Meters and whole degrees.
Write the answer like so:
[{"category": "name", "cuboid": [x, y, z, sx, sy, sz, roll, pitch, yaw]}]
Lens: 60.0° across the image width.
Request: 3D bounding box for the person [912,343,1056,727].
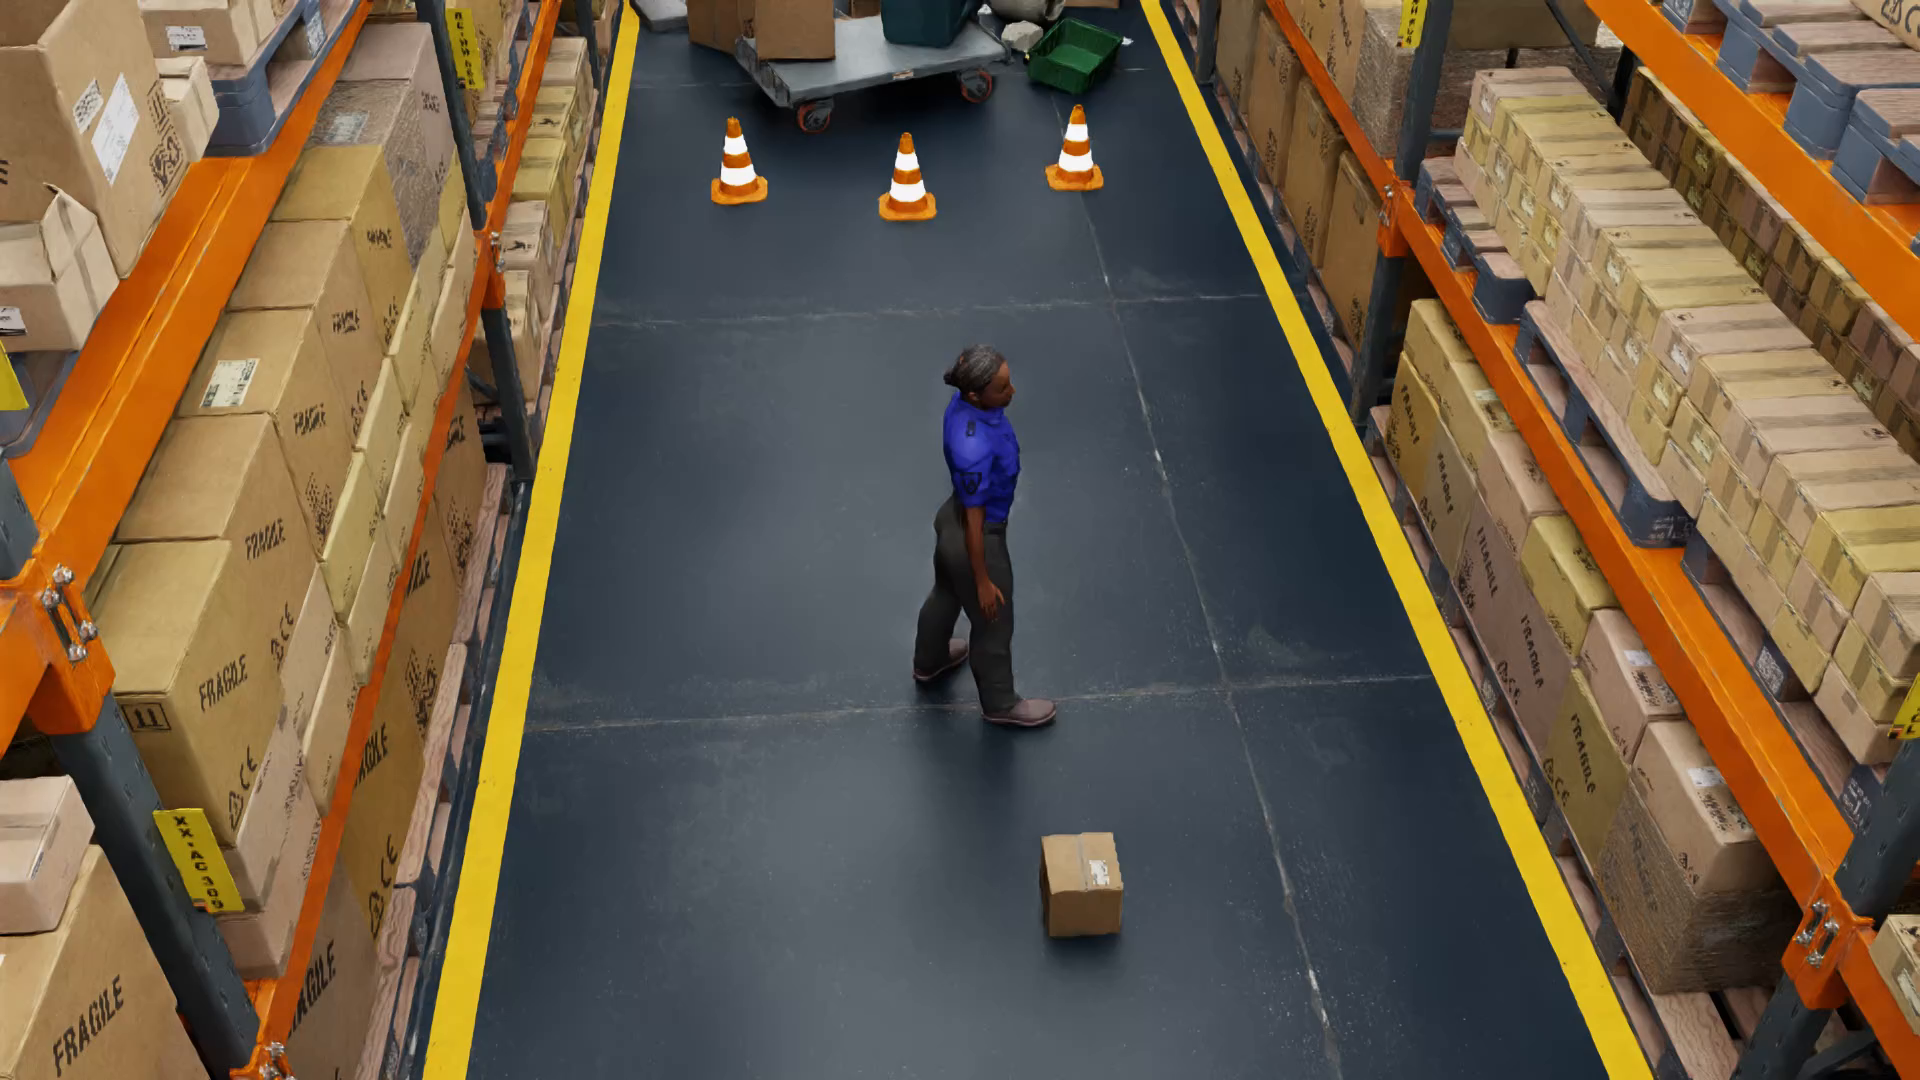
[{"category": "person", "cuboid": [0.094, -0.004, 6.136, 0.562, 1.649, 0.639, -2, 39, -3]}]
